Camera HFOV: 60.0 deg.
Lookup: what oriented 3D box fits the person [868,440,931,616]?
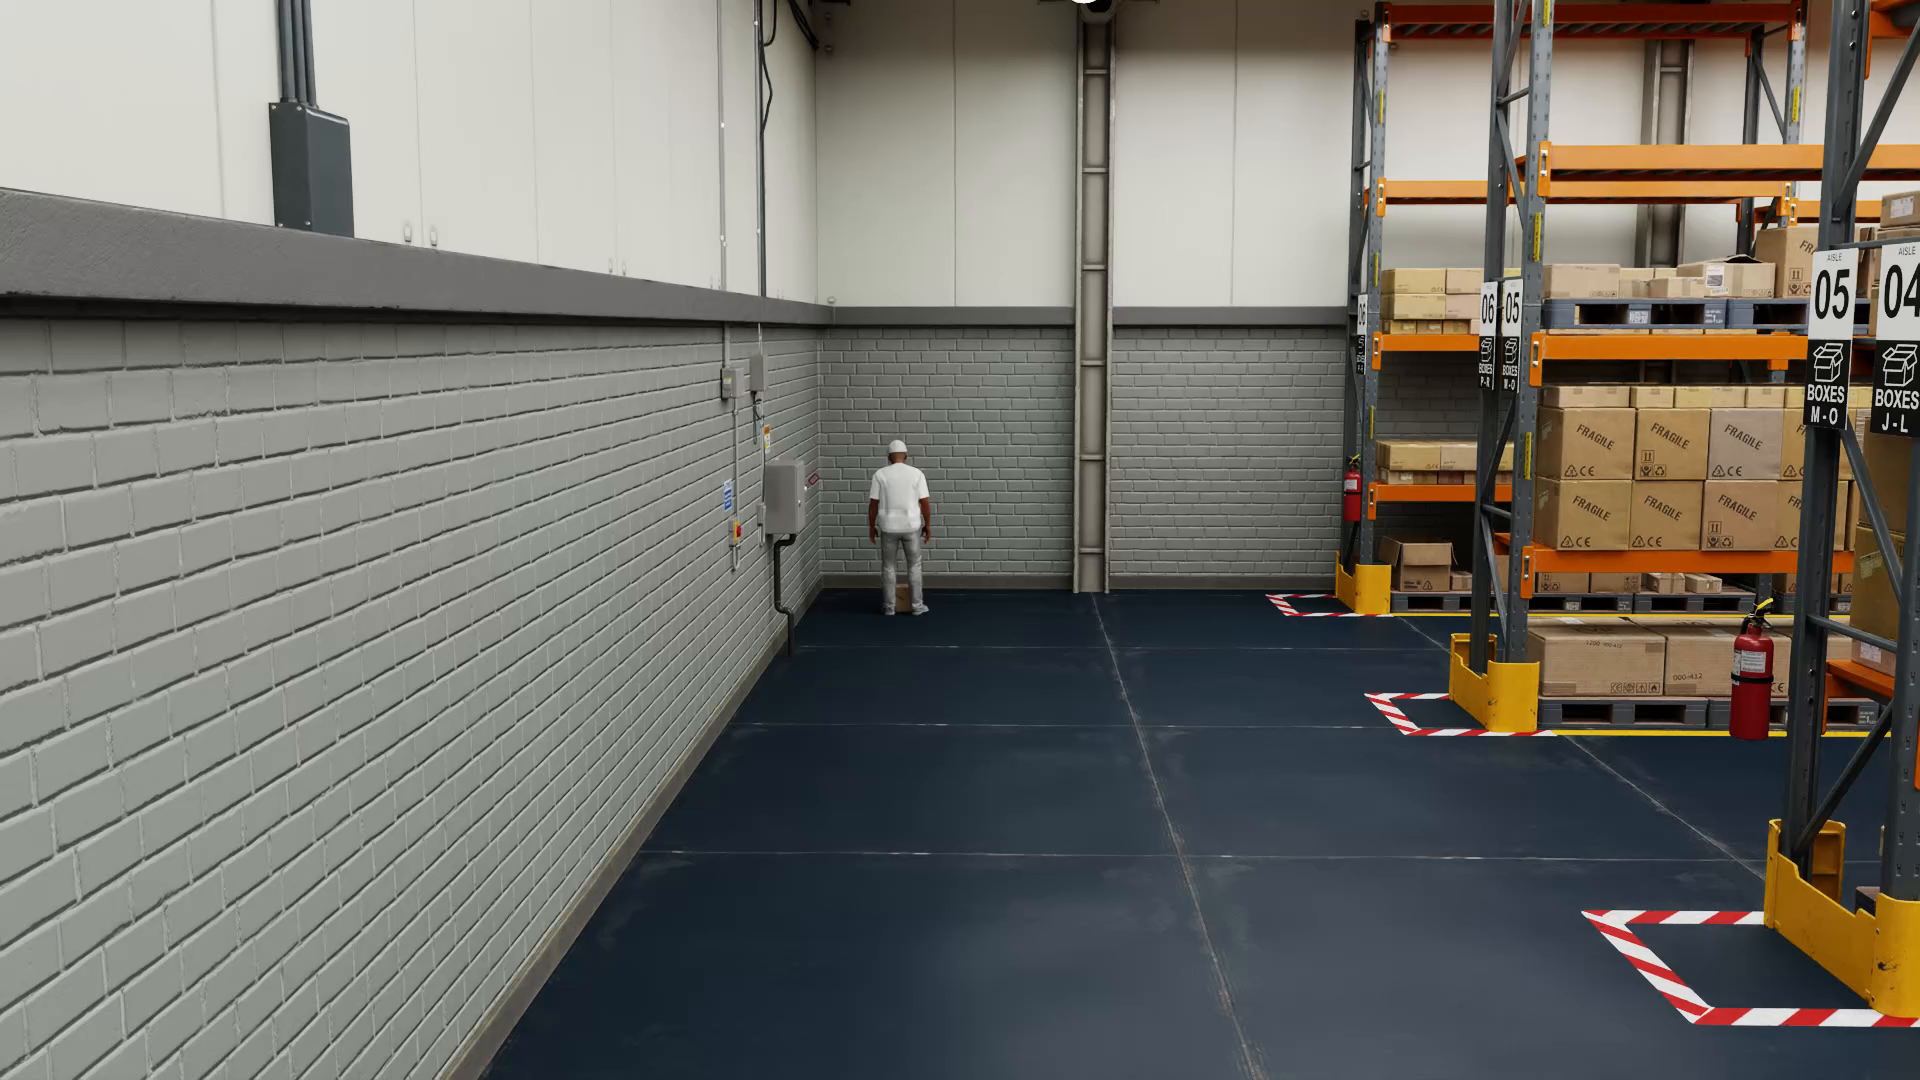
[{"bbox_3d":[-0.605,-0.125,16.712,0.625,1.755,0.463,0,7,-1],"label":"person"}]
